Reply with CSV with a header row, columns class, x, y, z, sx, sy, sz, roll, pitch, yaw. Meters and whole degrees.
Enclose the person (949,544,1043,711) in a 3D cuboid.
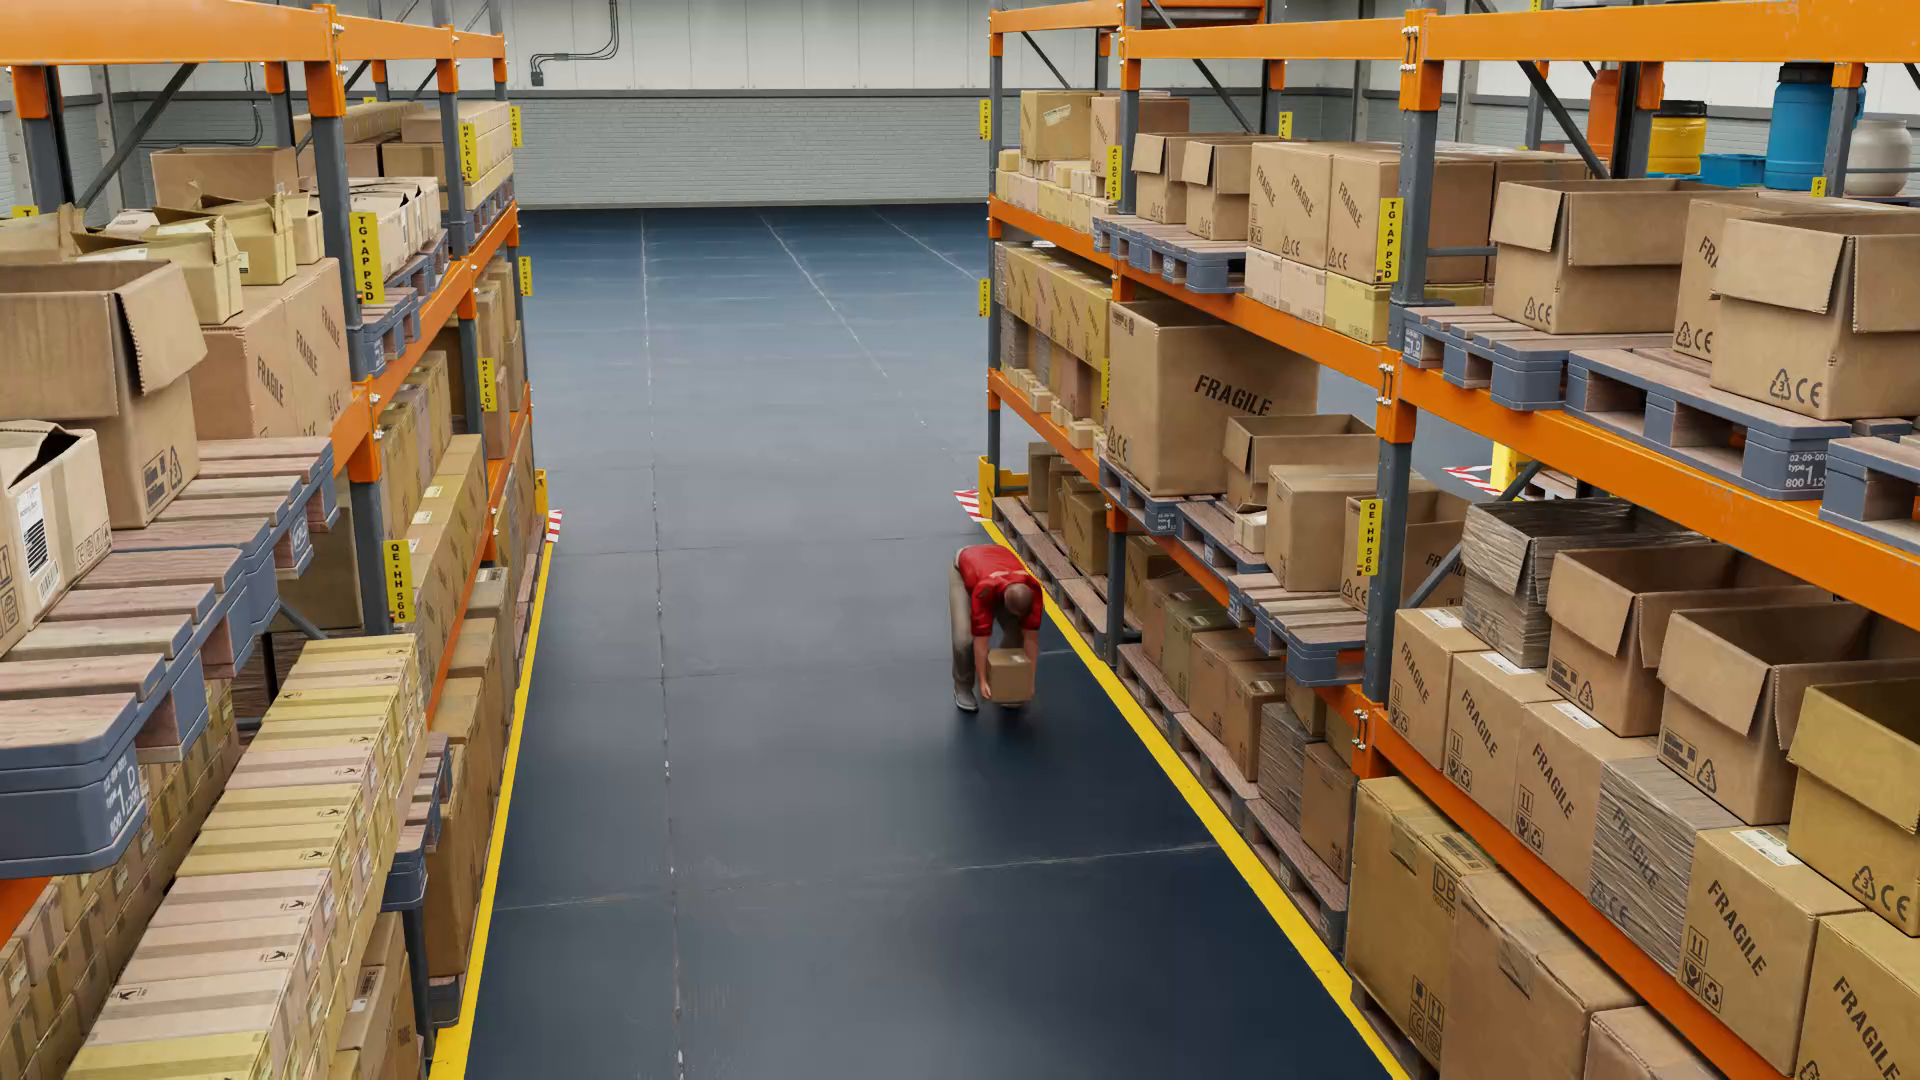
class,x,y,z,sx,sy,sz,roll,pitch,yaw
person,0.226,0.588,10.286,0.499,1.038,0.963,-5,17,-16
